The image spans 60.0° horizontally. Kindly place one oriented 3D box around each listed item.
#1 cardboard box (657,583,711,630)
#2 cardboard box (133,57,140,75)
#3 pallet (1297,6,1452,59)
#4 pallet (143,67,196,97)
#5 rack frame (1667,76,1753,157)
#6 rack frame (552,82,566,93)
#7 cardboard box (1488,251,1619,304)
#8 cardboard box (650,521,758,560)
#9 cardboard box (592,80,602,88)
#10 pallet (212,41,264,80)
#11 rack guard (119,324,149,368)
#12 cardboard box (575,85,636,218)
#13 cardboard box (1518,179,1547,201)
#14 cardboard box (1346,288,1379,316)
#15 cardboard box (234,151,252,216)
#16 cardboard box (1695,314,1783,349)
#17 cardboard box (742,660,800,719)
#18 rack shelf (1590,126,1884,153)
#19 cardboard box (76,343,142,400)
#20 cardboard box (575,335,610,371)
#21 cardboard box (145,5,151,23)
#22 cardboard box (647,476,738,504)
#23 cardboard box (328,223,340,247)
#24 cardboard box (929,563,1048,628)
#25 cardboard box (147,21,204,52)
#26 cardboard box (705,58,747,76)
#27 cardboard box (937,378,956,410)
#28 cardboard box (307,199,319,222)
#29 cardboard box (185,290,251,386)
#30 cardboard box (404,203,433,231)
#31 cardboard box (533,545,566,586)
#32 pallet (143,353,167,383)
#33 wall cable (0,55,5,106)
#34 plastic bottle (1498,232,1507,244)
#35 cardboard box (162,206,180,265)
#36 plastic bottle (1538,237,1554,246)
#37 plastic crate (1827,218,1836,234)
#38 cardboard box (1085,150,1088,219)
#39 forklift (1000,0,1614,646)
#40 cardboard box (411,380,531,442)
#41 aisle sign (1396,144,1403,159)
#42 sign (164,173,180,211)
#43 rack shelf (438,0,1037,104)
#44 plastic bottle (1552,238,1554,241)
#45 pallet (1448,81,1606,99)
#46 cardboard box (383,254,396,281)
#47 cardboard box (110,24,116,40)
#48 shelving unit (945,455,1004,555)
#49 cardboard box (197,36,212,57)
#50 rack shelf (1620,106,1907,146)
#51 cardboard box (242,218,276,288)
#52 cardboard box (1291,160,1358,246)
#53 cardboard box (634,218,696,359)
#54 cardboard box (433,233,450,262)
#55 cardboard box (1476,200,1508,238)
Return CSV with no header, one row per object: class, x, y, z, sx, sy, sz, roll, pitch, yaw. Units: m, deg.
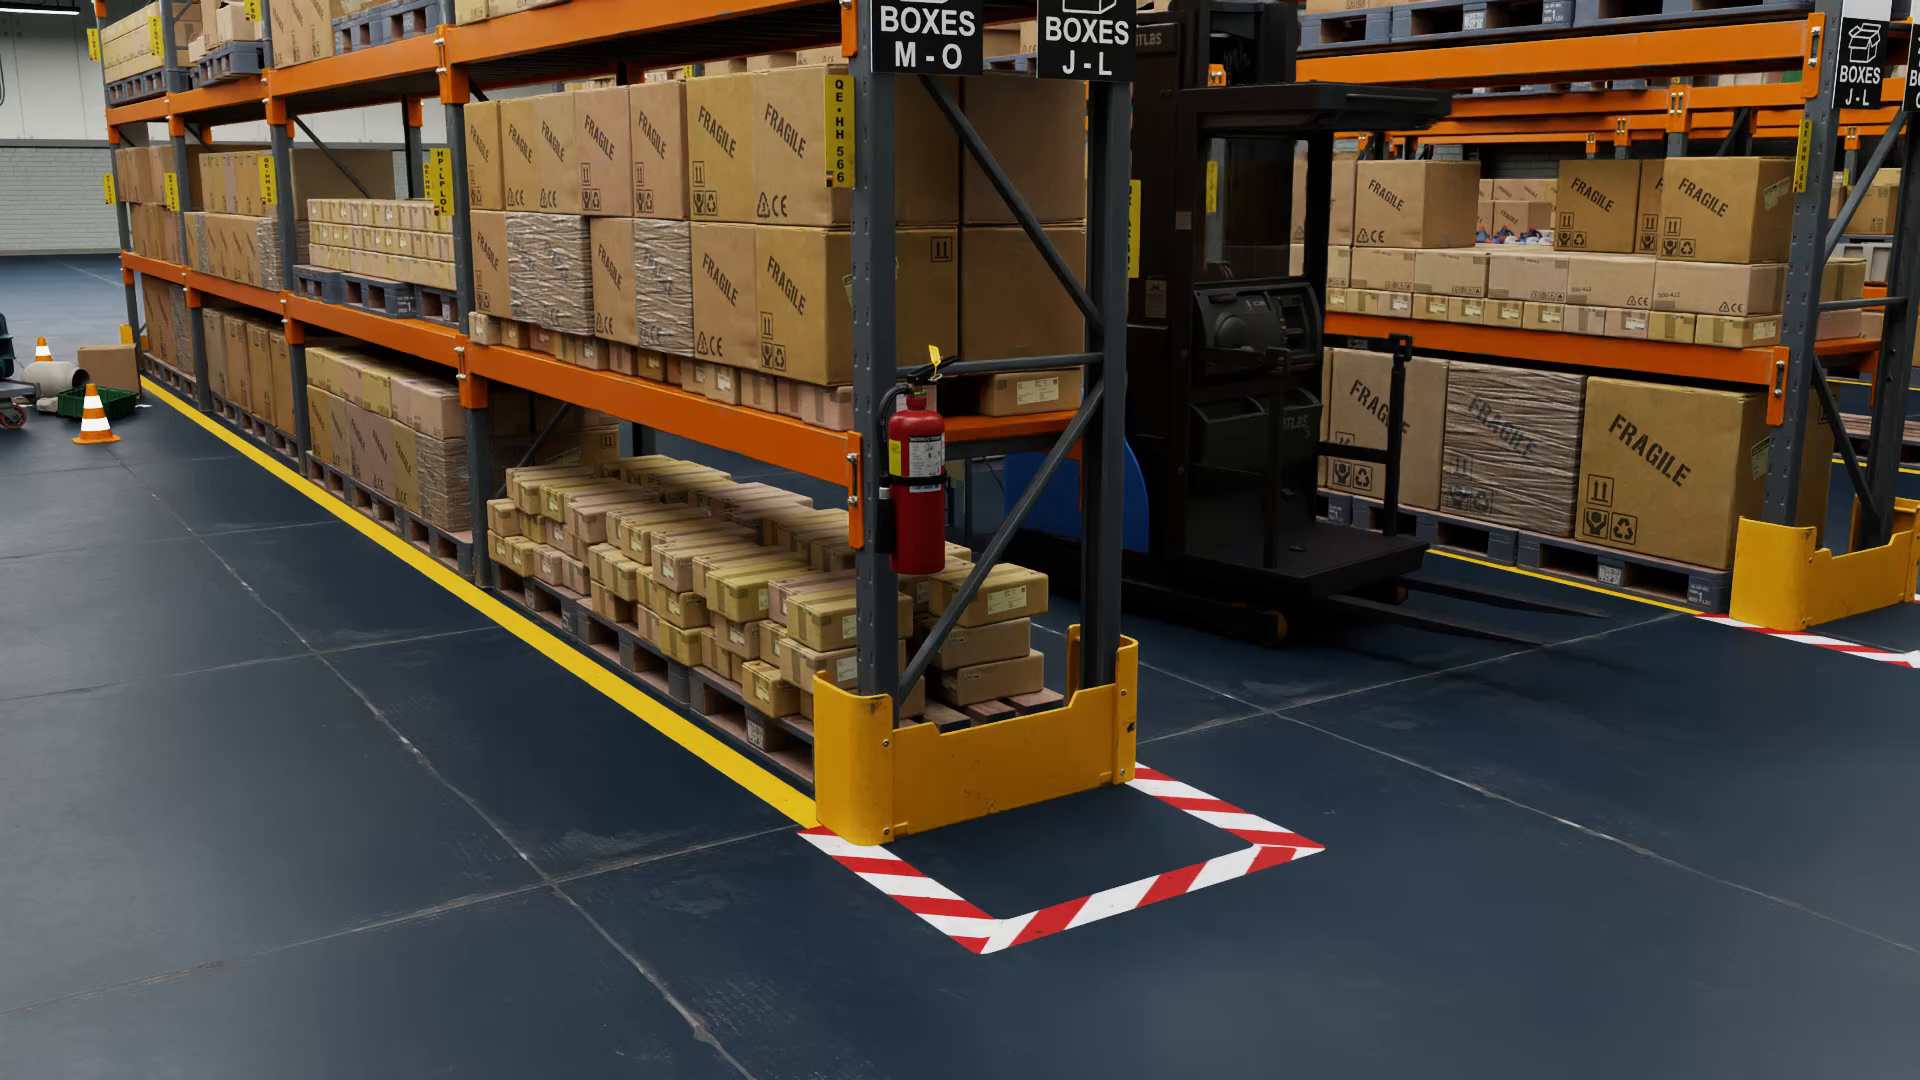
cardboard box,-1.003,0.239,6.740,0.380,0.149,0.250,-8,15,-32
cardboard box,-7.709,-4.544,15.969,0.380,0.149,0.250,-8,15,-33
pallet,2.528,-3.116,10.275,1.003,0.211,1.213,-8,15,-33
pallet,-6.979,-4.263,15.520,1.003,0.211,1.213,-8,15,-33
rack frame,6.206,-2.427,13.937,1.000,3.000,0.127,-8,15,-33
rack frame,-4.565,-6.905,20.375,1.000,3.000,0.127,-8,15,-33
cardboard box,3.247,-1.437,9.065,0.500,0.250,0.500,-9,15,-35
cardboard box,-1.070,0.036,6.975,0.380,0.149,0.250,-9,15,-35
cardboard box,-4.077,-5.297,19.458,0.380,0.149,0.250,-8,15,-33
pallet,-4.719,-3.464,12.102,1.213,0.211,1.003,-7,14,-30
rack guard,-8.764,-2.189,18.700,1.175,0.500,0.348,-8,15,-33
cardboard box,-1.218,-1.570,6.748,0.500,0.500,0.500,-9,15,-35
cardboard box,9.221,-5.461,26.359,0.500,0.500,0.500,-8,15,-33
cardboard box,2.551,-1.440,10.014,0.380,0.149,0.250,-8,15,-34
cardboard box,-5.409,-2.873,13.402,0.700,0.500,0.500,-8,15,-33
cardboard box,3.828,-1.031,8.142,0.380,0.149,0.250,-8,15,-32
cardboard box,-0.578,0.525,6.130,0.380,0.149,0.250,-8,14,-31
rack shelf,11.130,-5.780,23.936,1.077,0.370,4.000,-8,15,-33
cardboard box,-8.249,-1.629,16.134,0.500,0.500,0.500,-5,13,-23
cardboard box,-1.447,-0.831,7.229,0.380,0.149,0.250,-7,14,-30
cardboard box,-7.142,-4.753,15.057,0.380,0.149,0.250,-8,15,-33
cardboard box,-1.291,-0.202,8.064,0.380,0.149,0.250,-8,14,-31
cardboard box,-3.915,-2.006,10.921,0.380,0.149,0.250,-9,15,-35
cardboard box,0.107,0.204,6.207,0.380,0.149,0.250,-9,15,-35
cardboard box,-7.021,-4.543,15.030,0.500,0.250,0.500,-8,15,-33
cardboard box,-2.171,-4.889,16.950,0.797,0.503,0.637,-9,15,-36
cardboard box,0.032,-0.574,6.053,0.380,0.149,0.250,-7,14,-31
cardboard box,-4.221,-2.250,11.341,0.380,0.149,0.250,-8,15,-33
cardboard box,-6.825,-1.981,15.892,0.875,0.875,0.875,-8,15,-32
cardboard box,-2.924,-1.833,9.436,0.380,0.149,0.250,-8,15,-33
cardboard box,-1.839,0.104,8.053,0.380,0.149,0.250,-8,15,-33
pallet,-8.242,-1.910,18.103,1.003,0.211,1.213,-8,15,-33
wall cable,-26.551,-13.712,43.539,2.305,6.003,0.169,-8,15,-33
plastic bottle,5.185,-2.806,15.947,0.061,0.283,0.133,-8,15,-33
cardboard box,-7.072,-2.927,15.873,0.875,0.550,0.550,-8,15,-33
plastic bottle,5.237,-2.553,14.803,0.152,0.276,0.135,-8,15,-33
plastic crate,6.492,-2.299,13.062,0.402,0.464,0.583,-8,15,-33
cardboard box,1.352,-2.615,12.218,0.797,0.503,0.637,-8,15,-32
forklift,1.593,-1.069,7.889,1.130,2.935,3.031,-11,17,-42
cardboard box,-2.725,-0.724,9.265,0.500,0.250,0.500,-9,15,-34
aisle sign,7.516,-6.981,28.677,0.394,0.787,0.004,-8,15,-33
sign,-6.995,-3.090,14.758,0.100,0.325,0.005,-8,15,-33
rack shelf,-0.994,-2.030,6.784,1.077,0.370,4.000,-8,15,-33
plastic bottle,5.584,-2.721,15.585,0.097,0.271,0.097,0,12,0
pallet,5.060,-4.129,15.142,1.003,0.211,1.213,-8,15,-33
cardboard box,-3.211,-1.632,9.910,0.380,0.149,0.250,-7,14,-30
cardboard box,-8.411,-5.159,16.917,0.380,0.149,0.250,-8,15,-32
shelving unit,-0.004,-0.734,9.707,0.431,1.500,0.755,-8,15,-33
cardboard box,-5.974,-4.011,13.531,0.380,0.149,0.250,-8,15,-33
rack shelf,9.224,-4.482,17.998,1.077,0.370,4.000,-8,15,-33
cardboard box,-5.066,-2.169,12.524,0.500,0.500,0.500,-8,15,-33
cardboard box,2.402,-2.075,10.228,0.500,0.500,0.500,-8,15,-33
cardboard box,-0.919,-0.985,6.414,0.500,0.500,0.500,-8,15,-33
cardboard box,-2.634,-1.593,9.035,0.380,0.149,0.250,-8,15,-32
cardboard box,6.881,-4.163,21.642,0.500,0.500,0.500,-8,15,-33
